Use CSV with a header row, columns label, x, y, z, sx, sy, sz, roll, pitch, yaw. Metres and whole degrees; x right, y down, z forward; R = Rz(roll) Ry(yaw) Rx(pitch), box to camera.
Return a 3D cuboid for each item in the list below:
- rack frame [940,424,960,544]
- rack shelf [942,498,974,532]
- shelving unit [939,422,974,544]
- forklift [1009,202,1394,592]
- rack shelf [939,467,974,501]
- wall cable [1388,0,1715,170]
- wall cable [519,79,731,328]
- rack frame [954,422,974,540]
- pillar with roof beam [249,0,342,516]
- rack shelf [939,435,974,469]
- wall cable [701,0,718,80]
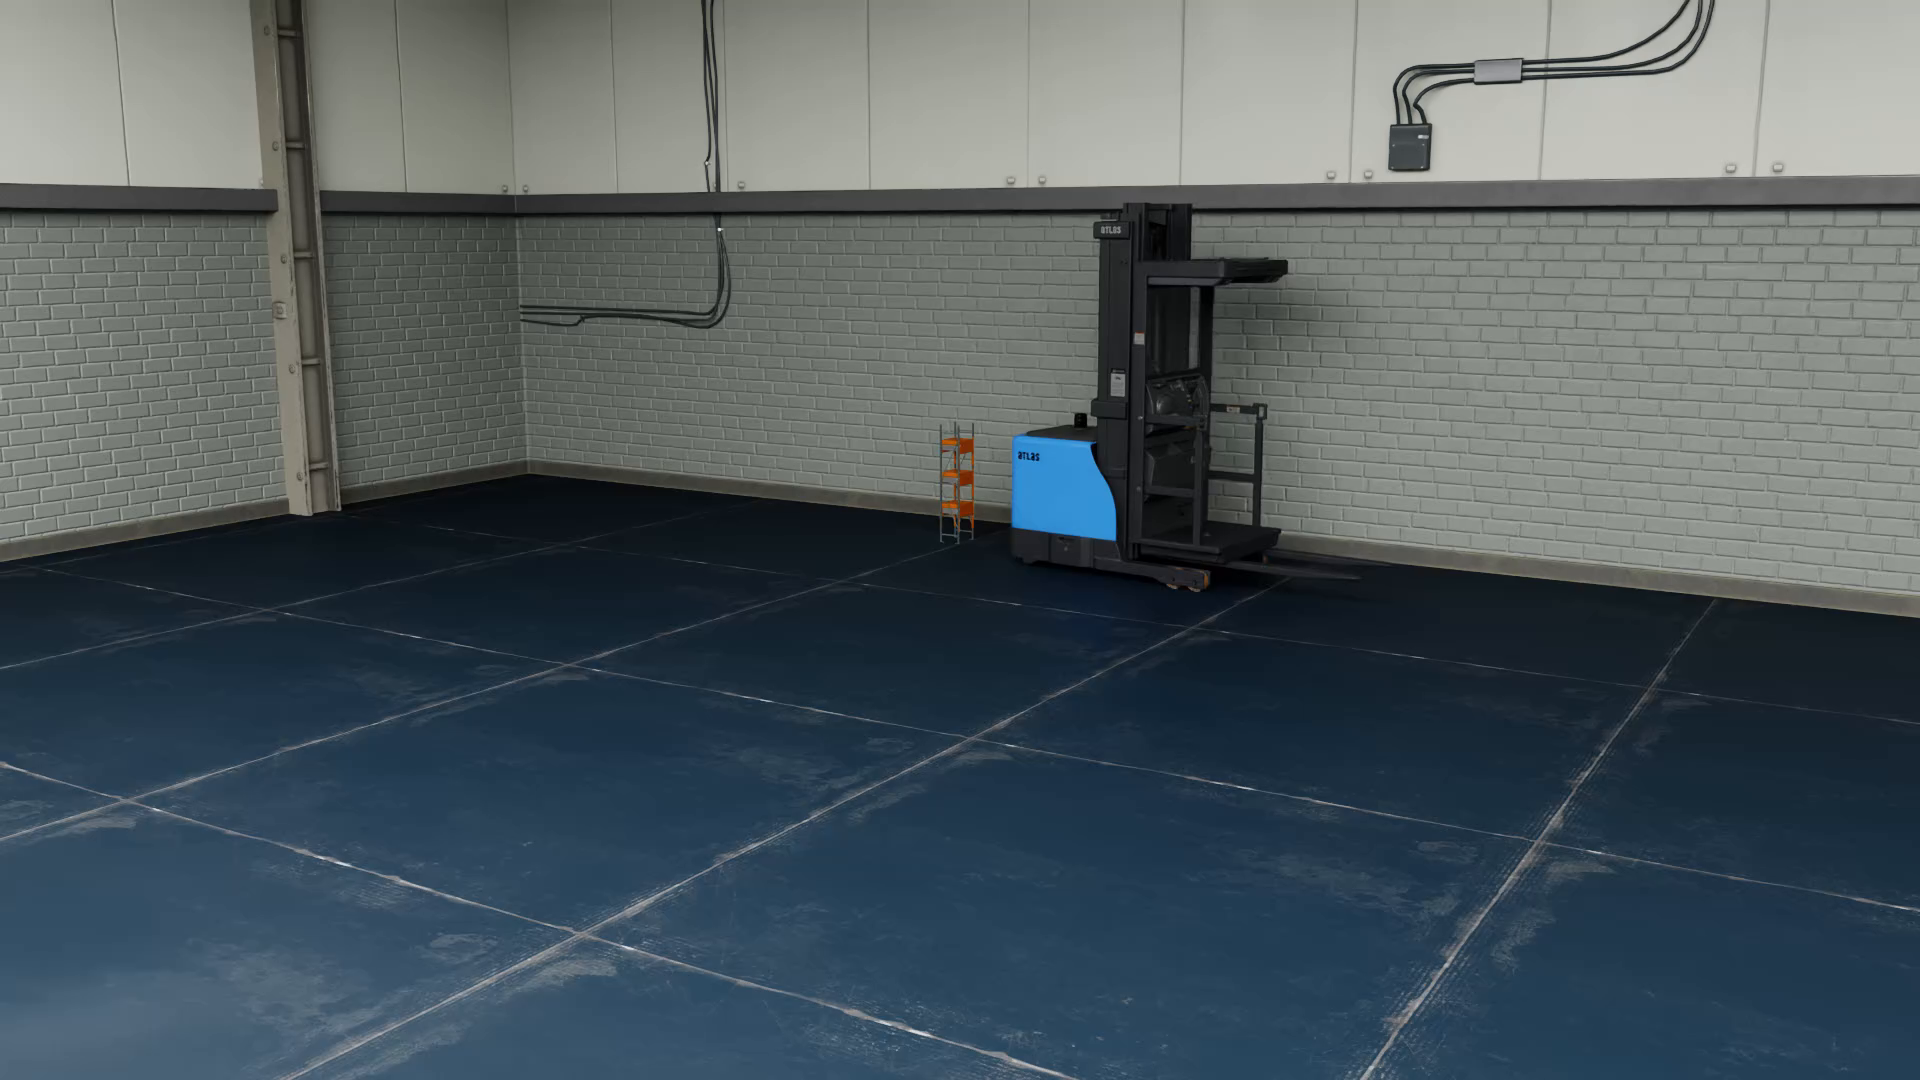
label,x,y,z,sx,sy,sz,roll,pitch,yaw
rack frame,-0.091,-0.488,14.625,0.200,1.050,0.008,6,12,31
rack shelf,-0.028,-0.224,14.780,0.215,0.259,0.240,6,12,31
shelving unit,-0.028,-0.508,14.727,0.215,1.050,0.252,6,12,31
forklift,1.896,-1.153,13.063,3.031,2.935,1.130,8,13,36
rack shelf,-0.028,-0.497,14.729,0.215,0.259,0.240,6,12,31
wall cable,4.420,-5.801,12.159,2.305,6.003,0.169,6,12,31
wall cable,-3.686,-3.513,17.615,3.097,2.526,0.112,6,12,31
rack frame,0.036,-0.527,14.830,0.200,1.050,0.008,6,12,31
pillar with roof beam,-2.666,-4.291,13.332,9.100,9.000,0.400,6,12,31
rack shelf,-0.028,-0.776,14.677,0.215,0.259,0.240,6,12,31
wall cable,-1.374,-5.737,15.770,3.097,2.526,0.112,6,12,31
